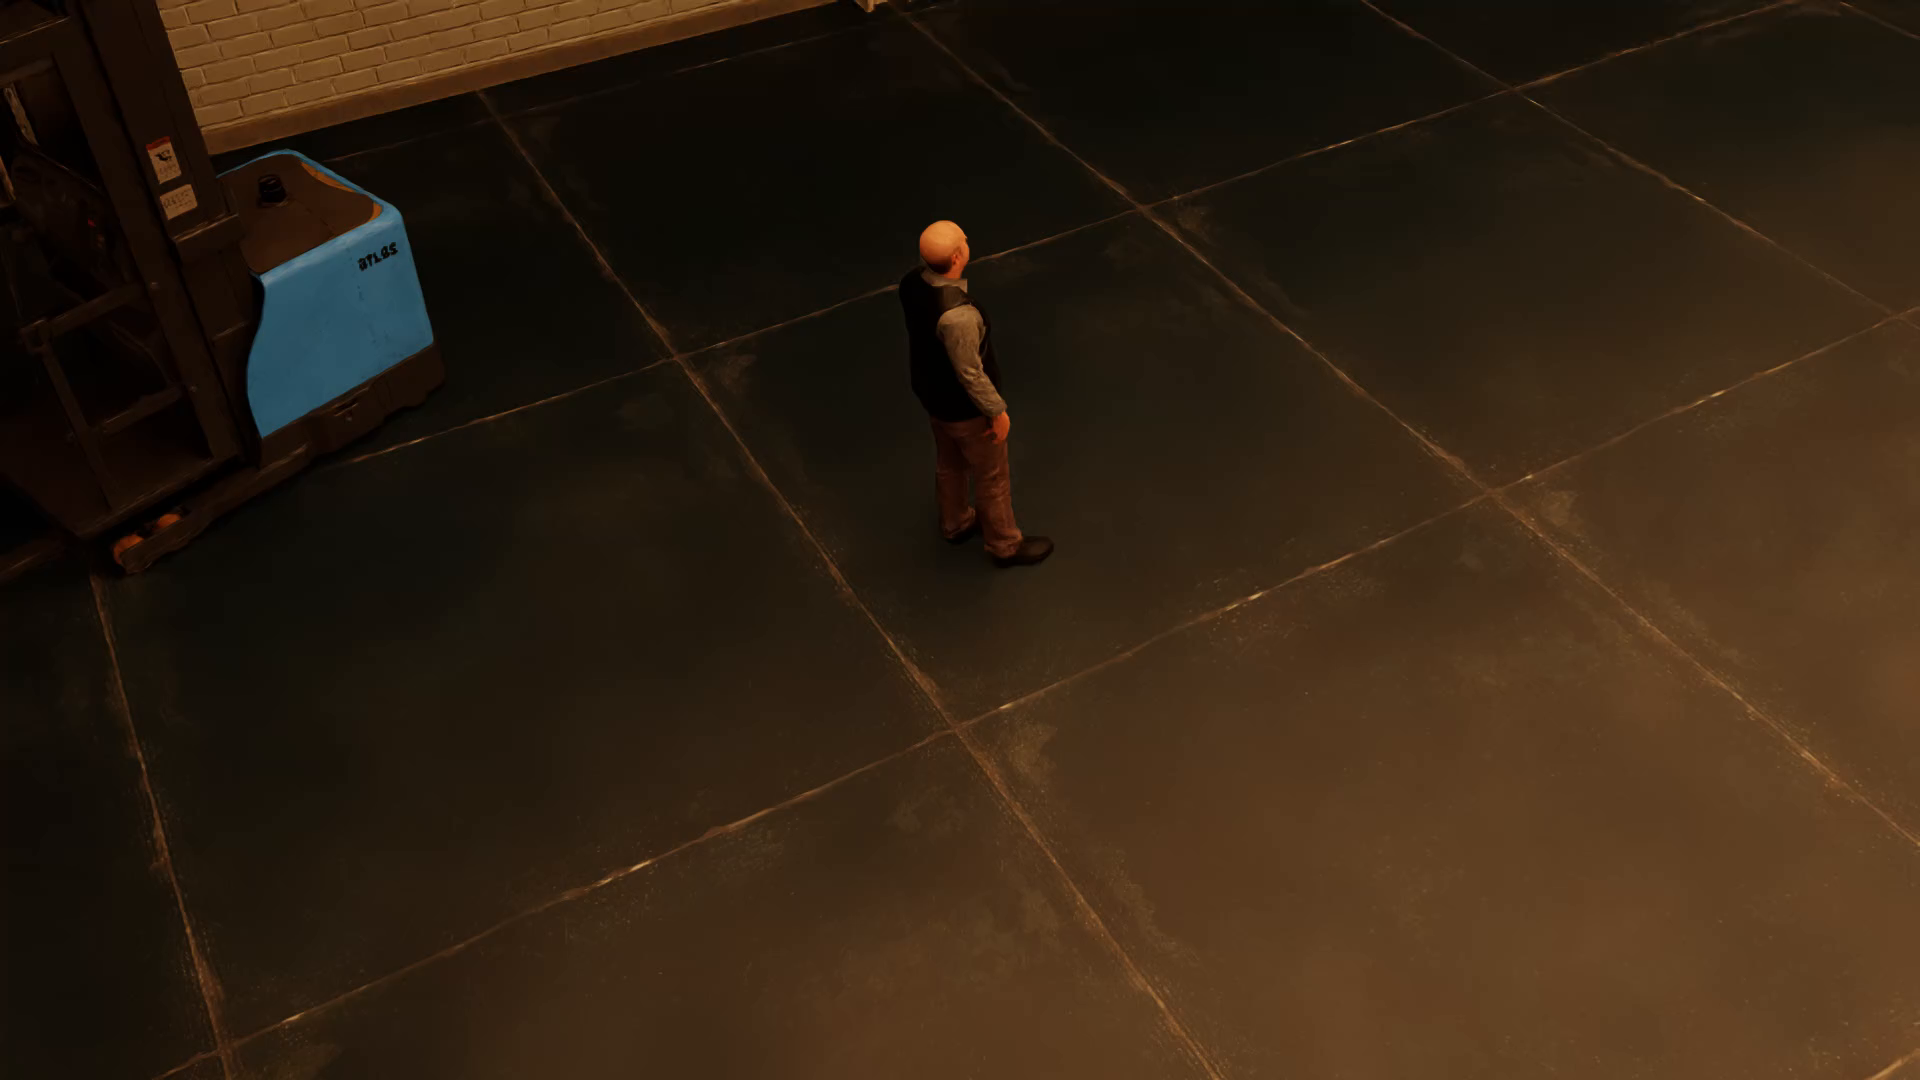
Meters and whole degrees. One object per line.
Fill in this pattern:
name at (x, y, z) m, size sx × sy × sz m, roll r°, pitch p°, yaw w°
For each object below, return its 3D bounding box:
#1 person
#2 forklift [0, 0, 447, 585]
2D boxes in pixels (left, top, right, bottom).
person at (0.058, -0.653, 7.281) m, size 0.567 × 1.720 × 0.632 m, roll -21°, pitch 47°, yaw -21°
forklift at (-4.008, -1.318, 7.119) m, size 1.130 × 2.935 × 3.031 m, roll 30°, pitch 50°, yaw 28°
